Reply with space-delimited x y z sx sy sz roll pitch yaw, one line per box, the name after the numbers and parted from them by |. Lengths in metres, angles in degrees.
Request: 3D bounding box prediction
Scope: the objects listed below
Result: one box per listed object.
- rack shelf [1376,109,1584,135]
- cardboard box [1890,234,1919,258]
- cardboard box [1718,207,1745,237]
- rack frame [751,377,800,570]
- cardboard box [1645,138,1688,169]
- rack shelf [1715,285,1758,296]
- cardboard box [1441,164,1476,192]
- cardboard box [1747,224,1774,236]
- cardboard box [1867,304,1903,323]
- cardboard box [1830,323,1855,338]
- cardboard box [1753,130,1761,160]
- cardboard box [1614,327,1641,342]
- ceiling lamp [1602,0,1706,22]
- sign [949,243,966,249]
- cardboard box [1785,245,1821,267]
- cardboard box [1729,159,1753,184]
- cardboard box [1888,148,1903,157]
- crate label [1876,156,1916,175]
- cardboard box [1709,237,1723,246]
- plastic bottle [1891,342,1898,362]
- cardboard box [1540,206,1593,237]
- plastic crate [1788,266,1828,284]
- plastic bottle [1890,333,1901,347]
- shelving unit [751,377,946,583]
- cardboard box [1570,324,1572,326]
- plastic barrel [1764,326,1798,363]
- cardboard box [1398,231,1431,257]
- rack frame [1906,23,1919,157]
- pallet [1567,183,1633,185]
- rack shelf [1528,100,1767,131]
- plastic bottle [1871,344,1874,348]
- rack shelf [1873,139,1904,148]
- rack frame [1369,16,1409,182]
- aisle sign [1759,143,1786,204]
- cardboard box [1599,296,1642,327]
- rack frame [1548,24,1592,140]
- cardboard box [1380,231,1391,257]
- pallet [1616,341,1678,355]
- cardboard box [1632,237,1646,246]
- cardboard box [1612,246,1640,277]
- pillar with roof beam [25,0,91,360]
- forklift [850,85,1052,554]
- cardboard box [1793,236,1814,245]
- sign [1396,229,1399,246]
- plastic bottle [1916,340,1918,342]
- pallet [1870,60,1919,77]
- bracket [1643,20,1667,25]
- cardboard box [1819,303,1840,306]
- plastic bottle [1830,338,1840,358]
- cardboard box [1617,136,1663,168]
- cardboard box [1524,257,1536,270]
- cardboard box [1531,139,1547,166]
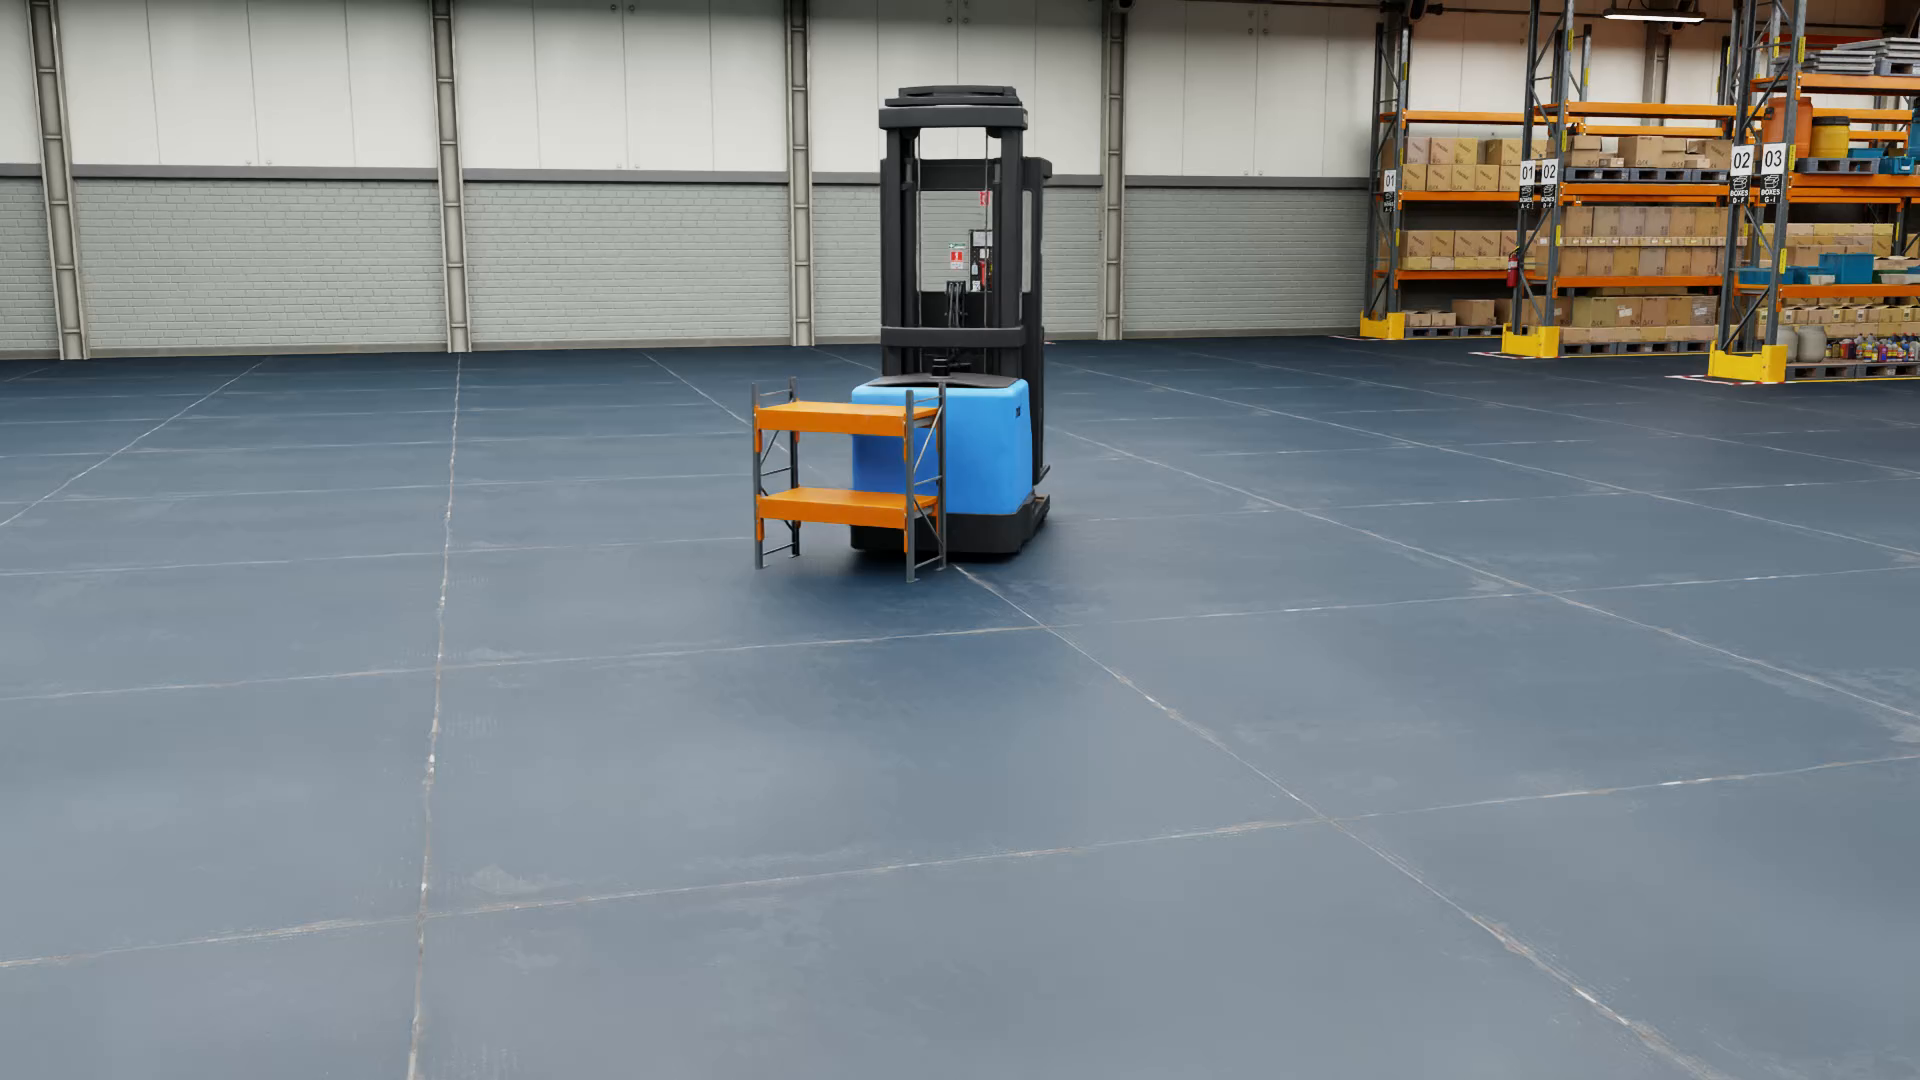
10.133 -8.151 32.466 4.000 0.370 1.077 -3 11 -16 | rack shelf
20.260 -6.235 35.799 0.700 0.700 0.980 -3 11 -15 | cardboard box
13.017 -5.460 28.562 0.500 0.500 0.700 -3 11 -16 | cardboard box
-1.130 -0.417 10.204 0.032 1.125 0.500 5 11 23 | rack frame
11.825 -6.537 28.151 0.637 0.503 0.797 -2 11 -10 | cardboard box
15.362 -4.544 29.432 4.000 0.370 1.077 -3 11 -16 | rack shelf
9.627 -7.011 32.228 0.500 0.500 0.500 -2 11 -13 | cardboard box
16.429 -6.414 34.376 0.500 0.250 0.500 -3 11 -15 | cardboard box
16.351 -4.032 29.551 0.500 0.311 0.500 -3 11 -17 | cardboard box
15.374 -3.706 29.328 0.500 0.250 0.500 -3 11 -15 | cardboard box
14.045 -6.798 28.585 0.500 0.500 0.500 -3 11 -15 | cardboard box
11.137 -3.488 28.143 0.500 0.250 0.500 -3 11 -16 | cardboard box
12.708 -10.984 29.735 2.000 3.185 0.800 -3 11 -16 | ceiling lamp
-0.054 -5.486 30.997 0.331 0.109 0.001 -3 11 -16 | sign
14.689 -4.908 29.148 0.500 0.500 0.500 -2 11 -12 | cardboard box
16.335 -7.635 34.457 0.500 0.500 0.700 -4 11 -20 | cardboard box
20.340 -8.164 35.732 0.500 0.500 0.500 -3 11 -16 | cardboard box
12.871 -5.172 22.983 0.408 0.251 0.502 -3 11 -16 | crate label
12.751 -5.088 28.331 0.250 0.149 0.380 -3 11 -18 | cardboard box
13.235 -2.667 23.572 0.097 0.271 0.097 0 10 0 | plastic bottle
10.103 -5.305 27.721 0.500 0.500 0.700 -3 11 -16 | cardboard box
12.004 -3.769 23.645 0.408 0.251 0.499 -3 11 -16 | plastic crate
13.750 -2.871 24.456 0.185 0.351 0.144 -4 11 -18 | plastic bottle
-0.664 -0.380 10.004 1.048 1.125 0.538 5 11 23 | shelving unit
10.510 -3.554 28.503 0.500 0.250 0.500 -3 11 -16 | cardboard box
11.592 -2.763 23.479 0.421 0.512 0.421 0 10 0 | plastic barrel
8.755 -5.732 32.185 0.500 0.500 0.500 -3 11 -16 | cardboard box
17.282 -7.949 29.373 0.127 3.000 1.000 -3 11 -16 | rack frame
12.676 -7.053 33.308 1.003 0.211 1.213 -3 11 -16 | pallet
11.521 -7.095 27.825 4.000 0.370 1.077 -3 11 -16 | rack shelf
13.239 -2.748 24.200 0.097 0.201 0.097 0 10 0 | plastic bottle
21.655 -8.564 35.800 4.000 0.370 1.077 -3 11 -16 | rack shelf
8.213 -8.406 31.851 0.127 3.000 1.000 -3 11 -16 | rack frame
10.994 -4.957 22.507 0.004 0.787 0.394 -3 11 -16 | aisle sign
11.134 -3.859 28.086 0.500 0.500 0.500 -3 11 -16 | cardboard box
12.053 -8.608 32.950 0.127 3.000 1.000 -3 11 -16 | rack frame
8.606 -5.821 32.668 0.500 0.500 0.500 -3 11 -17 | cardboard box
11.493 -3.330 28.551 1.213 0.211 1.003 -3 11 -16 | pallet
11.274 -5.010 27.910 0.250 0.149 0.380 -3 11 -17 | cardboard box
11.034 -4.716 28.104 0.500 0.500 0.700 -3 11 -16 | cardboard box
-13.197 -6.628 22.197 0.400 9.000 9.100 -3 11 -16 | pillar with roof beam
0.045 -1.573 11.493 1.130 2.935 3.031 2 11 8 | forklift
17.414 -6.095 34.717 0.500 0.500 0.500 -3 11 -16 | cardboard box
8.364 -5.787 31.803 0.005 0.325 0.100 -3 11 -16 | sign
13.737 -2.724 23.843 0.133 0.283 0.061 -3 11 -16 | plastic bottle
12.865 -6.487 23.057 1.213 0.211 1.003 -3 11 -16 | pallet
14.105 -10.583 33.734 0.430 0.232 0.235 -3 11 -16 | bracket
15.705 -4.100 29.919 0.500 0.311 0.500 -3 11 -17 | cardboard box
12.730 -2.792 24.213 0.133 0.283 0.061 -3 11 -15 | plastic bottle
11.272 -6.430 27.584 0.500 0.500 0.500 -3 11 -16 | cardboard box
11.202 -5.493 32.959 0.500 0.250 0.500 -3 11 -16 | cardboard box
11.122 -7.581 32.565 0.500 0.500 0.500 -2 11 -13 | cardboard box
